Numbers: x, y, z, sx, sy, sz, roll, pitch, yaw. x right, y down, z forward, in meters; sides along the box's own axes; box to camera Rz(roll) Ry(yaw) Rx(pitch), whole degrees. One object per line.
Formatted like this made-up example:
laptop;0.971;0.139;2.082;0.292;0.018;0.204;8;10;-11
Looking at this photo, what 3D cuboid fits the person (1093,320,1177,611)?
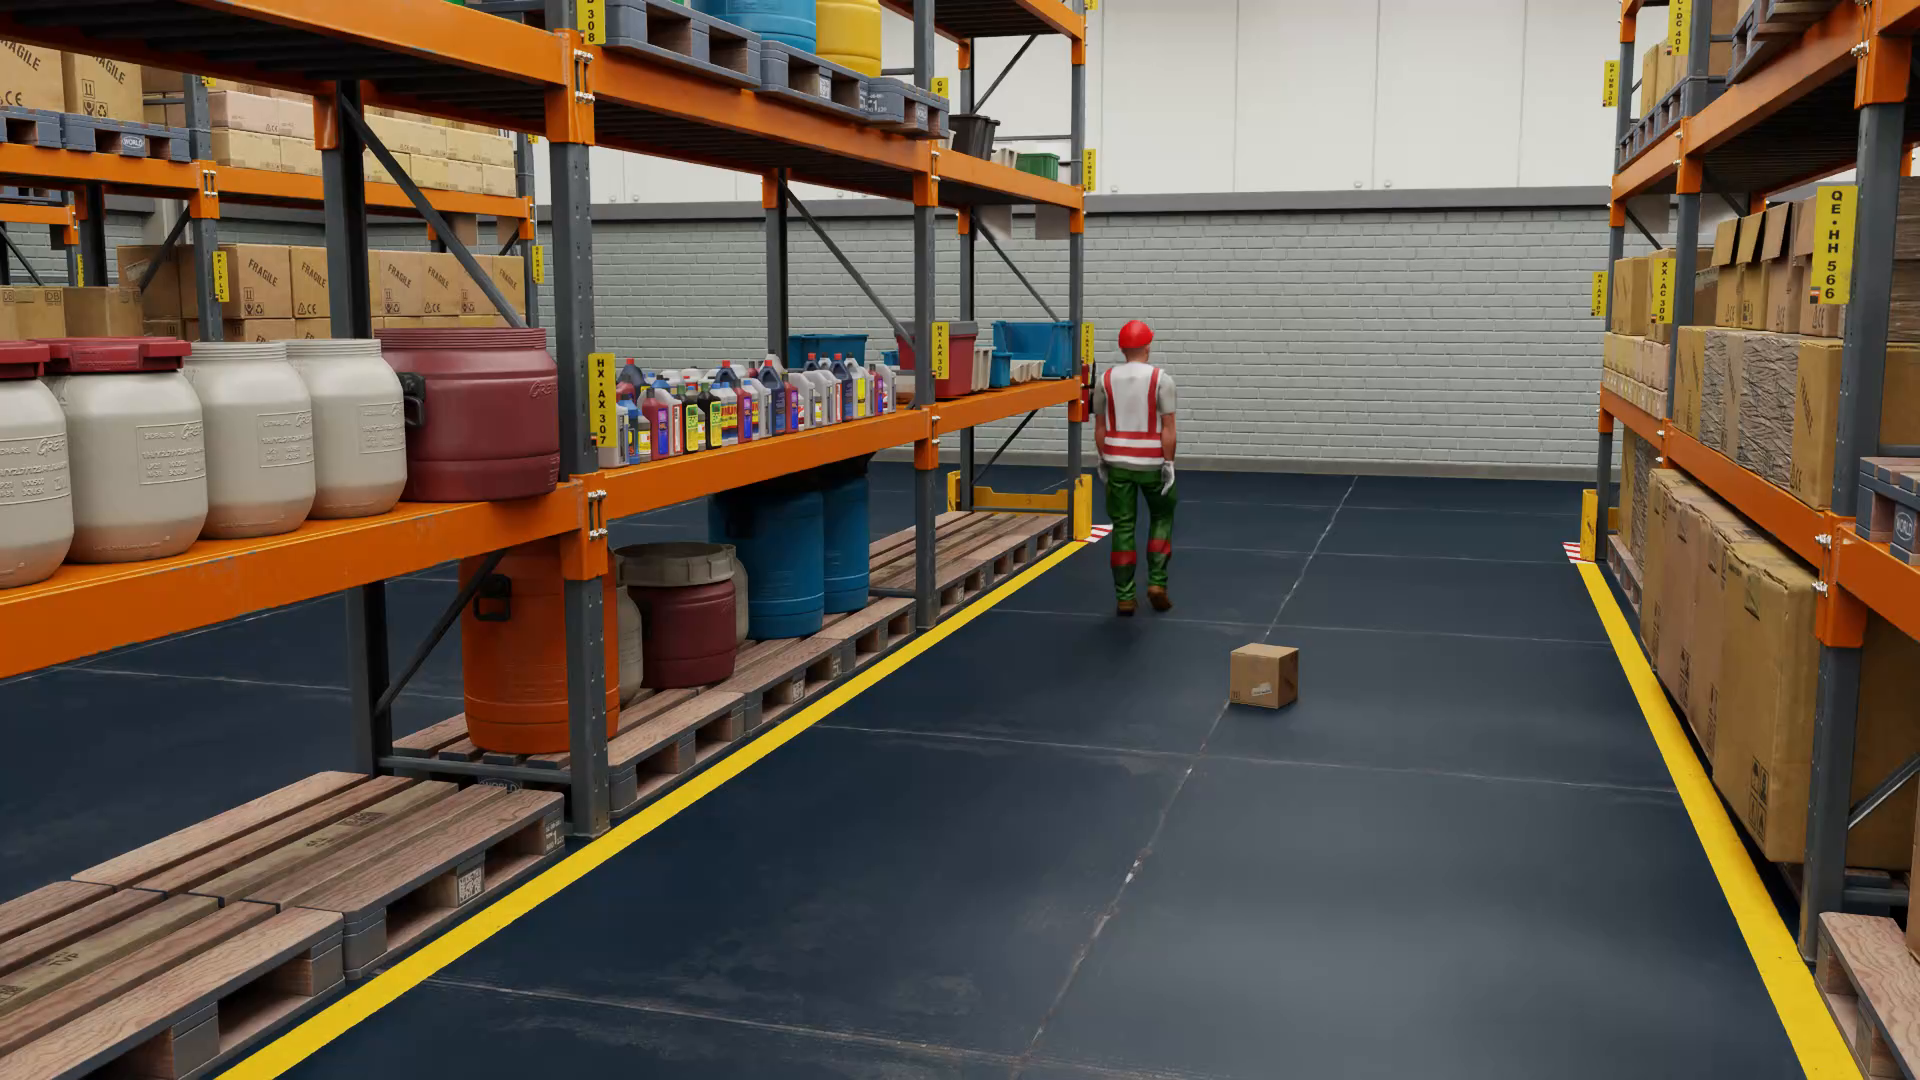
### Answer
person;1.093;-0.447;10.306;0.533;1.826;0.487;2;8;15
